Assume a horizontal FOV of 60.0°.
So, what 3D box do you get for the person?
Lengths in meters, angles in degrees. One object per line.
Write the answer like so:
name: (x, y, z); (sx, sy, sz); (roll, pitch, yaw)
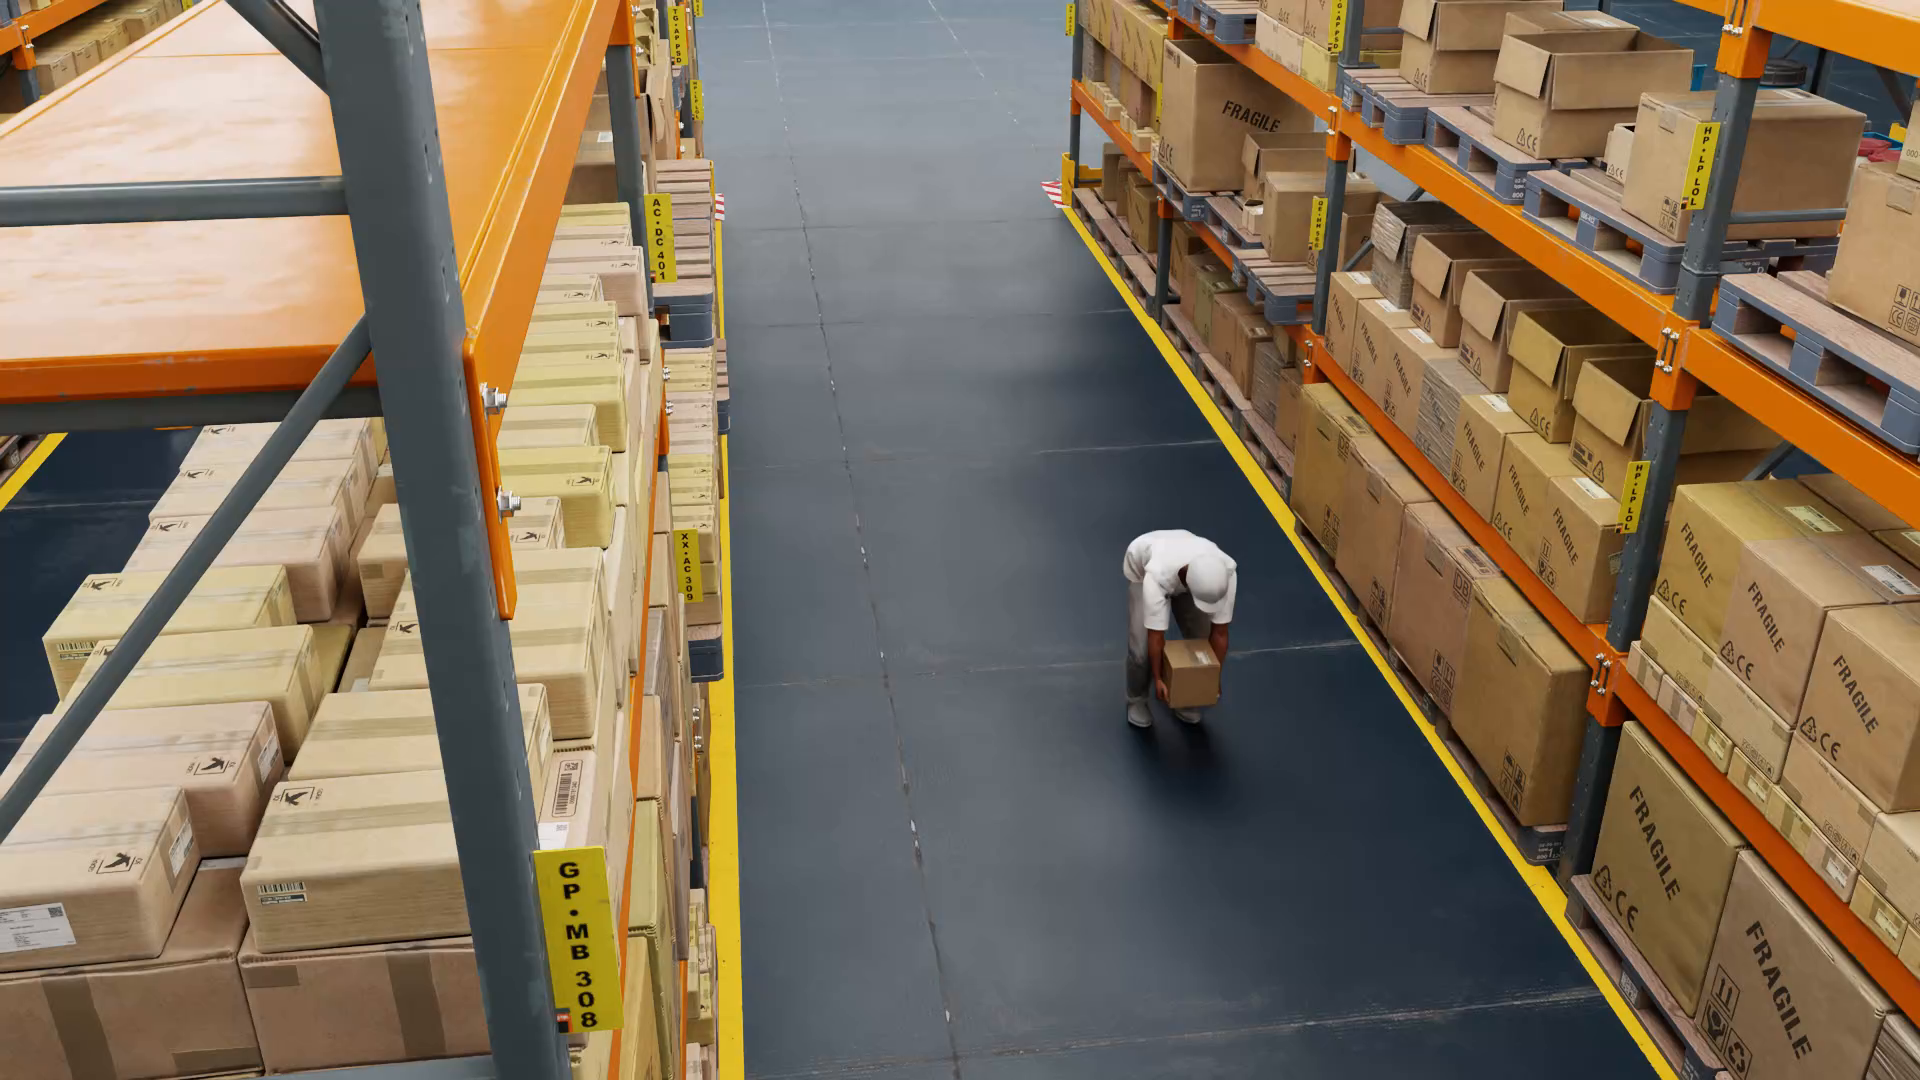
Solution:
person: (1.153, 0.481, 8.690); (0.496, 1.255, 0.940); (-5, 27, -9)
